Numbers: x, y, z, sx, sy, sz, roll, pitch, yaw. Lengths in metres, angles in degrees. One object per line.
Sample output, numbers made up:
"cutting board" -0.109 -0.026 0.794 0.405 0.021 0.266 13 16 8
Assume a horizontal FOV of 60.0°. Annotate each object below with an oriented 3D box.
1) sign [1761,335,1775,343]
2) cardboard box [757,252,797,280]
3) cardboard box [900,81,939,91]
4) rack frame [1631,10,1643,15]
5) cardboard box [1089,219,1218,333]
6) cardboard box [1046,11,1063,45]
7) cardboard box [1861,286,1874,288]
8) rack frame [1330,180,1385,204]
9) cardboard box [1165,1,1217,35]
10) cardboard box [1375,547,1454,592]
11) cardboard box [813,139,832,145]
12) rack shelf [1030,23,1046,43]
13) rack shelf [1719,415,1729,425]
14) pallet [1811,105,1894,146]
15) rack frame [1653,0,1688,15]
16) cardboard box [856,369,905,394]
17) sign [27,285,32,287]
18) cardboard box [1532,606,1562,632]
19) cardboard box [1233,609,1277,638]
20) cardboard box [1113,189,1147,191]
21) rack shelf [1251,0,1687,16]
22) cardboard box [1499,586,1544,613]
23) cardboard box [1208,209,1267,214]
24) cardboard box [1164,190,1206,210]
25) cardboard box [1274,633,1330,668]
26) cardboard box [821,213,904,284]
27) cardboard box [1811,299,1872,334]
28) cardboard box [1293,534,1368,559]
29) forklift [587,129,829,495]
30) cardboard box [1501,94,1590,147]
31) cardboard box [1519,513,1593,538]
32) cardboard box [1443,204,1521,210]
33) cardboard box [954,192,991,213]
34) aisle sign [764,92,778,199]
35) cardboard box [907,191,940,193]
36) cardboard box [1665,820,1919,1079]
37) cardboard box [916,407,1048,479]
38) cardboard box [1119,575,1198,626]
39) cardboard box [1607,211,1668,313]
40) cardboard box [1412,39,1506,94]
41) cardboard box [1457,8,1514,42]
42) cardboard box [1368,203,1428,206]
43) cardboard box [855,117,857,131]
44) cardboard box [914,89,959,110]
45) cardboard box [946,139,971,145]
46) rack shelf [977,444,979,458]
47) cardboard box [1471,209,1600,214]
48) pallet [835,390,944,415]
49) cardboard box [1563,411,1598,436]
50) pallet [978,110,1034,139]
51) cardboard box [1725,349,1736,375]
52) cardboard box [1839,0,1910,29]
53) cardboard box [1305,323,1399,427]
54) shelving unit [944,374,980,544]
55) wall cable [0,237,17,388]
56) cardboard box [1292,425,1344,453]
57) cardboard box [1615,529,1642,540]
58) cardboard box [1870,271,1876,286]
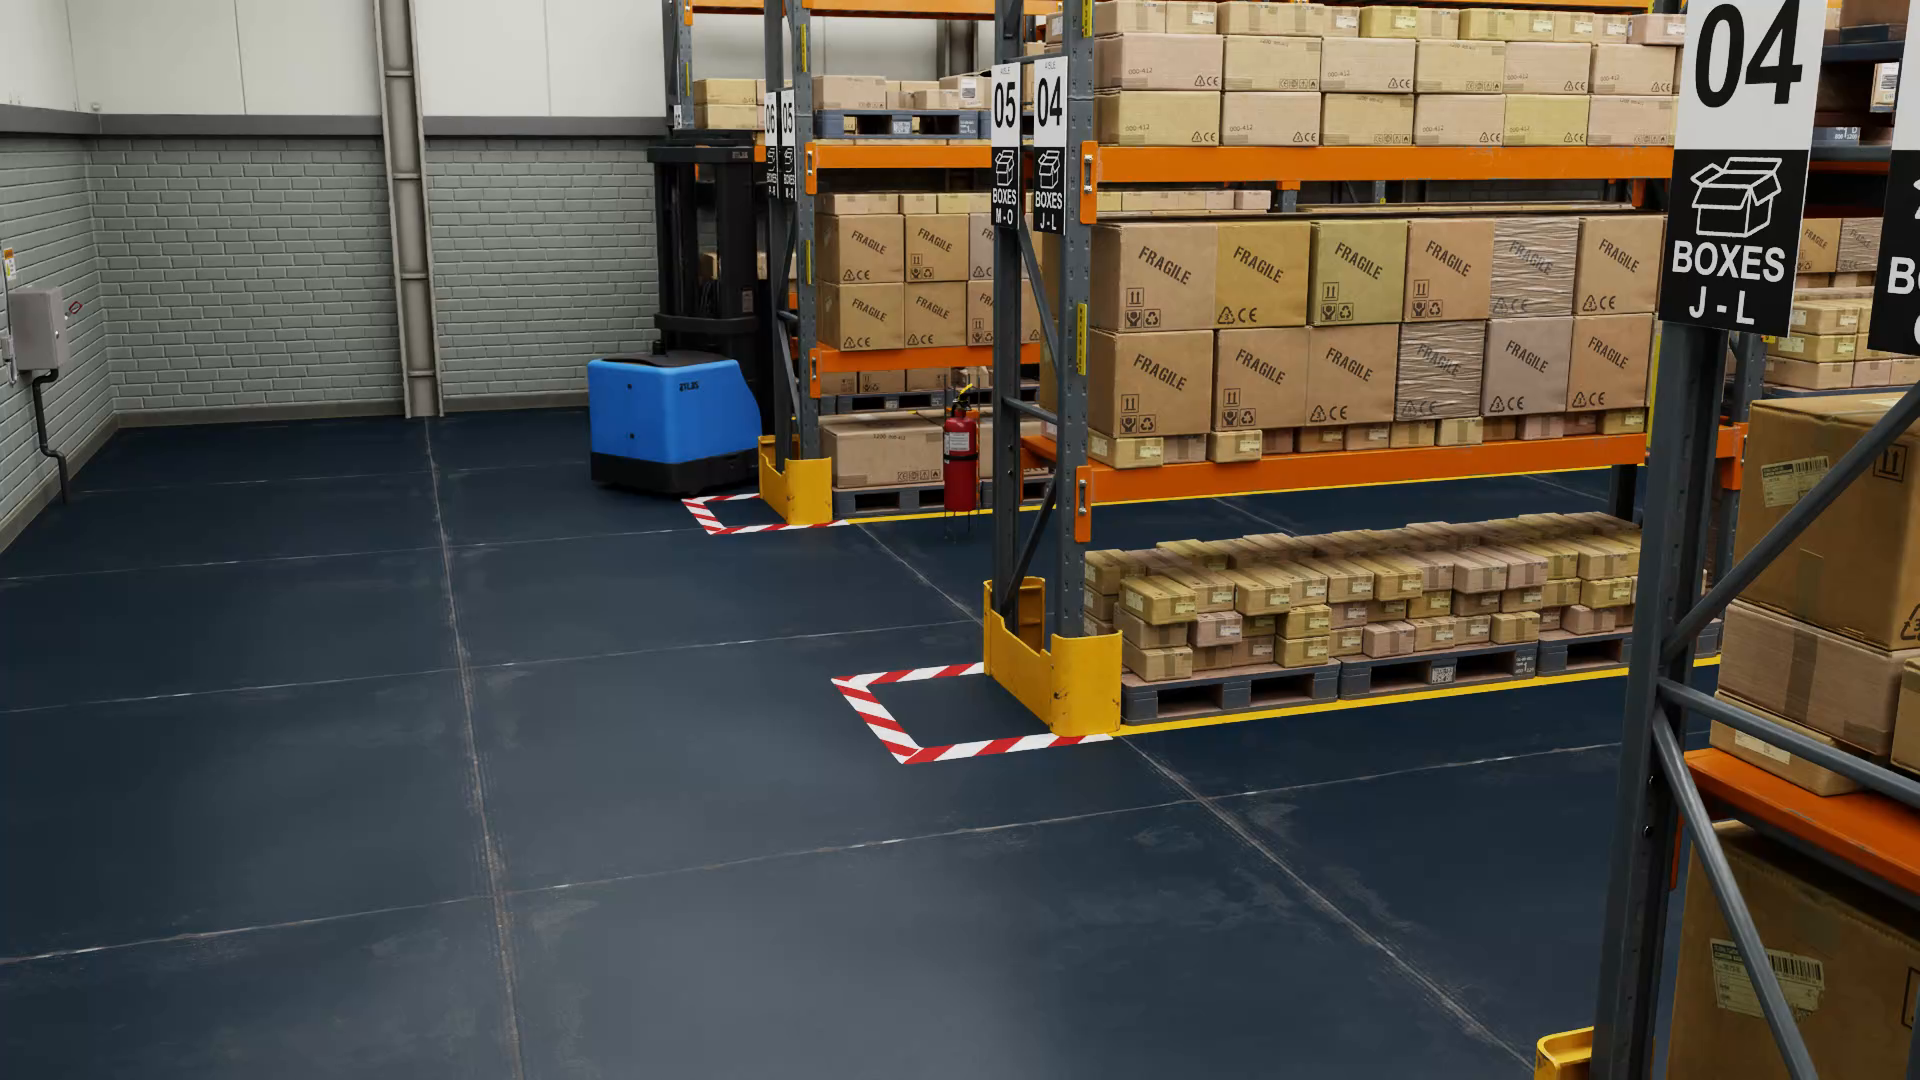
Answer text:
"sign" 4.360 -1.226 8.946 0.005 0.325 0.100 -4 14 -18
"cardboard box" -1.879 -2.878 17.443 0.500 0.250 0.500 -4 14 -17
"cardboard box" -0.445 -4.699 17.537 0.500 0.250 0.500 -4 14 -17
"rack frame" 6.296 -5.216 14.623 0.127 3.000 1.000 -4 14 -18
"cardboard box" 0.898 -1.283 8.035 0.500 0.500 0.500 -5 14 -18
"cardboard box" 0.610 -2.541 8.243 0.250 0.149 0.380 -5 14 -19
"cardboard box" 5.733 -1.464 10.164 0.250 0.149 0.380 -5 14 -21
"rack frame" 4.709 -3.385 19.893 0.127 3.000 1.000 -4 14 -18
"cardboard box" 1.015 -2.441 7.822 0.250 0.149 0.380 -4 14 -16
"cardboard box" 2.442 0.160 8.957 0.250 0.149 0.380 -4 14 -18
"cardboard box" -1.493 -4.162 17.217 0.250 0.149 0.380 -4 14 -18
"rack shelf" 2.814 -5.612 18.708 4.000 0.370 1.077 -4 14 -18
"rack shelf" 6.075 -0.721 10.248 4.000 0.370 1.077 -4 14 -18
"pallet" 4.798 -2.314 9.312 1.003 0.211 1.213 -4 14 -18
"rack frame" 4.179 -3.842 8.850 0.127 3.000 1.000 -4 14 -18
"cardboard box" -0.907 -1.879 18.055 0.500 0.500 0.500 -4 14 -17
"sign" -7.509 -1.804 13.449 0.001 0.494 0.329 -4 14 -18
"cardboard box" 3.125 0.390 9.275 0.250 0.149 0.380 -5 14 -19
"cardboard box" 1.448 0.382 8.666 0.250 0.149 0.380 -4 14 -17
"cardboard box" 1.401 -2.831 13.782 0.250 0.149 0.380 -5 14 -18
"rack shelf" 4.400 -4.523 14.132 4.000 0.370 1.077 -4 14 -18
"cardboard box" 2.977 0.274 9.120 0.250 0.149 0.380 -4 14 -17
"cardboard box" 2.146 -2.442 13.548 0.500 0.500 0.500 -5 14 -19
"cardboard box" 1.791 -2.748 13.435 0.250 0.149 0.380 -4 14 -18
"cardboard box" 1.719 0.534 8.670 0.250 0.149 0.380 -4 14 -17
"cardboard box" -0.740 -2.215 12.594 0.500 0.500 0.500 -5 14 -19
"cardboard box" 4.962 -1.245 9.246 0.250 0.149 0.380 -4 14 -17
"cardboard box" 2.058 0.085 9.272 0.250 0.149 0.380 -5 14 -20
"forklift" -1.821 -2.077 14.542 1.130 2.935 3.031 10 17 35
"cardboard box" 2.842 -2.143 8.510 0.500 0.250 0.500 -5 14 -19
"cardboard box" 3.507 -0.043 9.810 0.250 0.149 0.380 -4 14 -15
"cardboard box" 4.451 -2.626 14.324 0.500 0.500 0.500 -5 14 -19
"cardboard box" 0.123 -2.606 12.838 0.250 0.149 0.380 -4 14 -18
"aisle sign" -1.453 -3.034 12.798 0.004 0.787 0.394 -4 14 -18
"cardboard box" -0.307 -2.699 13.228 0.250 0.149 0.380 -4 14 -17
"cardboard box" 2.455 1.231 4.168 0.875 0.875 0.875 -4 14 -18
"cardboard box" 0.172 -0.804 13.672 0.875 0.438 0.875 -4 14 -17
"cardboard box" 0.993 0.301 8.364 0.250 0.149 0.380 -5 14 -21
"cardboard box" 3.820 -1.509 8.987 0.500 0.500 0.500 -5 14 -20
"cardboard box" 2.343 -2.344 8.279 0.500 0.250 0.500 -5 14 -20
"cardboard box" 2.519 -2.540 8.238 0.250 0.149 0.380 -5 14 -19
"cardboard box" 3.823 -2.698 14.626 0.500 0.500 0.500 -4 14 -16
"cardboard box" -0.918 -4.419 17.438 0.500 0.250 0.500 -5 14 -19
"cardboard box" -0.182 -3.326 12.583 0.250 0.149 0.380 -4 14 -16
"cardboard box" -0.053 -4.284 17.730 0.250 0.149 0.380 -5 14 -18
"rack shelf" 0.014 -0.658 11.991 0.180 0.103 0.258 -4 14 -18
"cardboard box" 3.188 -1.582 9.292 0.500 0.500 0.500 -5 14 -20
"pallet" -0.891 -1.592 18.381 1.213 0.211 1.003 -4 14 -18
"cardboard box" 3.235 -0.675 9.043 0.250 0.149 0.380 -5 14 -20
"pallet" 0.572 -3.271 13.121 1.213 0.211 1.003 -4 14 -18
"cardboard box" 4.493 -1.078 9.830 0.250 0.149 0.380 -5 14 -19
"cardboard box" 2.350 -1.344 3.490 0.500 0.500 0.700 -5 14 -21
"cardboard box" 1.869 -0.873 8.471 0.500 0.500 0.500 -4 14 -17
"shelving unit" 0.014 -0.585 12.008 0.189 1.200 0.258 -4 14 -18
"wall cable" -7.086 -2.090 12.251 0.122 1.984 0.588 -4 14 -18
"cardboard box" 1.767 -0.558 8.550 0.250 0.149 0.380 -5 14 -19
"cardboard box" 3.925 0.053 9.406 0.250 0.149 0.380 -4 14 -16
"cardboard box" 8.716 -2.504 15.822 0.250 0.149 0.380 -4 14 -18
